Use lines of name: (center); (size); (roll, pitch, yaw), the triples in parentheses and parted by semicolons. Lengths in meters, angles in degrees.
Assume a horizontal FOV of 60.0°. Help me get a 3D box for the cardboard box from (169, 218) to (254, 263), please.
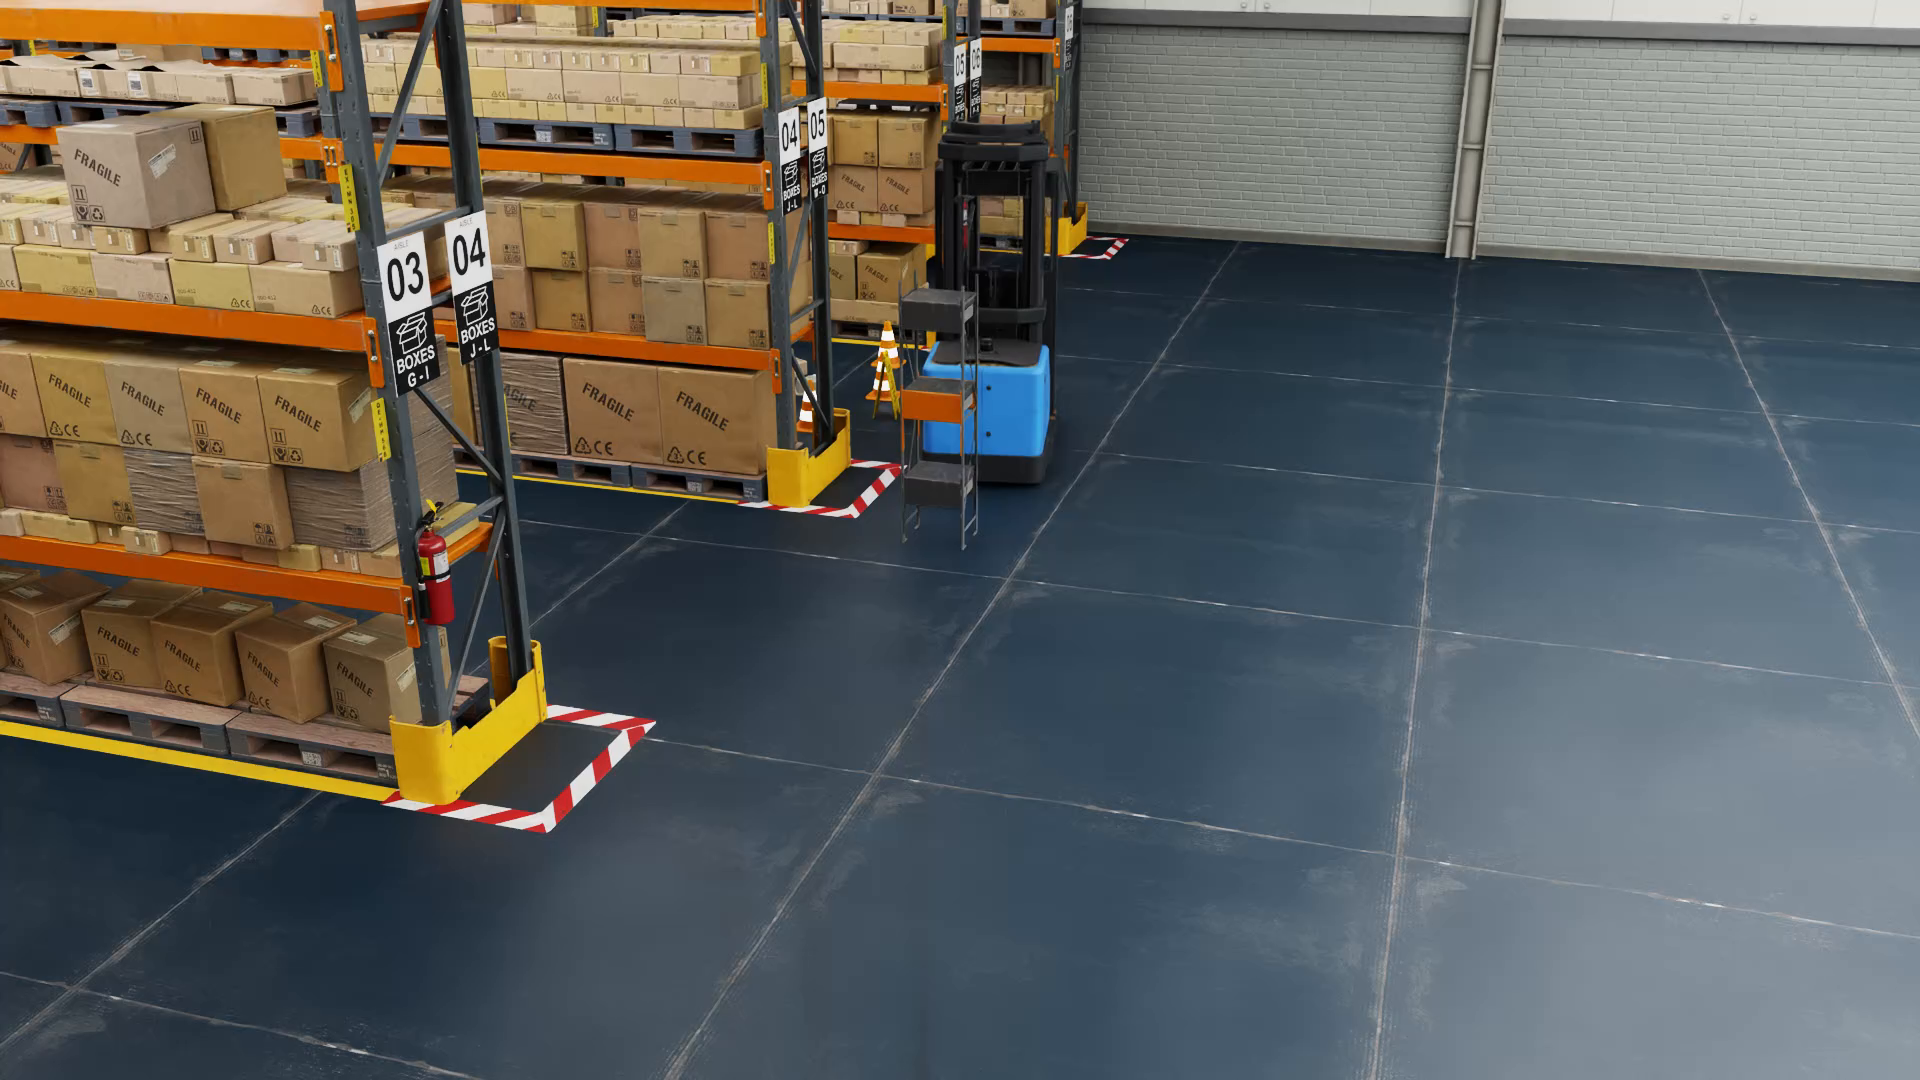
cardboard box: (-3.952, -1.591, 8.820); (0.250, 0.149, 0.380); (7, 23, 16)

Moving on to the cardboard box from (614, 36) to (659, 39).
cardboard box: (-3.465, -5.438, 18.333); (0.500, 0.250, 0.500); (6, 23, 14)

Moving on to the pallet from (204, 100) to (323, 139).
pallet: (-6.032, -3.702, 14.547); (1.217, 0.209, 0.805); (6, 23, 13)

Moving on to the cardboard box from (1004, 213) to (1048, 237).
cardboard box: (0.912, -4.354, 22.907); (0.500, 0.250, 0.500); (7, 23, 16)

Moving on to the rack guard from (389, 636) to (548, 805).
rack guard: (-2.913, 1.058, 9.938); (0.348, 0.500, 1.175); (7, 23, 16)

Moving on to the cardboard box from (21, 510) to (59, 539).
cardboard box: (-5.347, -0.152, 9.924); (0.250, 0.149, 0.380); (7, 23, 16)

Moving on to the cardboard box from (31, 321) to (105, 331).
cardboard box: (-5.202, -1.117, 10.104); (0.500, 0.500, 0.500); (7, 23, 16)

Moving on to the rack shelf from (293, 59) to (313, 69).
rack shelf: (-5.722, -5.404, 19.392); (4.000, 0.370, 1.077); (7, 23, 16)

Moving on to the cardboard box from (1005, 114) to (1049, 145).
cardboard box: (0.906, -5.500, 22.499); (0.500, 0.500, 0.500); (6, 23, 14)

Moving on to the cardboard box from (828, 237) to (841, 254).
cardboard box: (-1.430, -3.298, 18.490); (0.250, 0.149, 0.380); (7, 23, 16)

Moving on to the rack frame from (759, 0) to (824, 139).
rack frame: (-1.311, -4.657, 12.671); (0.127, 3.000, 1.000); (7, 23, 16)

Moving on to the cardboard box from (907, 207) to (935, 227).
cardboard box: (-0.397, -3.538, 18.179); (0.250, 0.149, 0.380); (7, 23, 17)

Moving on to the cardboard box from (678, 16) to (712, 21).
cardboard box: (-2.946, -5.753, 18.576); (0.250, 0.149, 0.380); (7, 23, 17)

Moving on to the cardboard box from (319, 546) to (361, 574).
cardboard box: (-3.412, 0.042, 9.452); (0.250, 0.149, 0.380); (7, 23, 16)

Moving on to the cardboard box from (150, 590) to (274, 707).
cardboard box: (-4.609, 0.668, 10.333); (0.500, 0.500, 0.500); (9, 24, 20)

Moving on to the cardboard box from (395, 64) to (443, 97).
cardboard box: (-4.269, -3.807, 13.671); (0.500, 0.250, 0.500); (6, 23, 15)

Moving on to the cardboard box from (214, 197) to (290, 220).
cardboard box: (-4.006, -1.838, 9.423); (0.250, 0.149, 0.380); (6, 23, 15)

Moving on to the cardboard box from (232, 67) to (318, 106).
cardboard box: (-5.863, -3.898, 14.286); (0.500, 0.250, 0.500); (7, 23, 16)

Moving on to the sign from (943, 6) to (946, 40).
sign: (-0.157, -5.289, 16.998); (0.005, 0.325, 0.100); (7, 23, 16)

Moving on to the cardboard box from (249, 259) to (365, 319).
cardboard box: (-3.375, -1.370, 8.806); (0.500, 0.250, 0.500); (7, 23, 17)

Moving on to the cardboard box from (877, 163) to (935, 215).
cardboard box: (-0.577, -3.834, 18.047); (0.500, 0.500, 0.500); (6, 23, 15)

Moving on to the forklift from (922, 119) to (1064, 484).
forklift: (0.350, -2.358, 15.062); (1.130, 2.935, 3.031); (2, 22, 6)

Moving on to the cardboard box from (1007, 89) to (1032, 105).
cardboard box: (0.804, -5.957, 22.368); (0.250, 0.149, 0.380); (7, 23, 16)

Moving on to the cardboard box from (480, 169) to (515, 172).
cardboard box: (-5.283, -4.588, 19.330); (0.500, 0.500, 0.500); (7, 23, 17)

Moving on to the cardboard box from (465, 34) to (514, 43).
cardboard box: (-3.977, -4.194, 14.089); (0.250, 0.149, 0.380); (7, 23, 16)

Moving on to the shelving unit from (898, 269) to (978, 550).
shelving unit: (-0.158, -0.990, 12.821); (0.503, 2.100, 0.431); (7, 23, 16)

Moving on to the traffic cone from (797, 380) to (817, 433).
traffic cone: (-1.409, -1.282, 15.691); (0.334, 0.463, 0.336); (7, 23, 16)

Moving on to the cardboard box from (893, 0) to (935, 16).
cardboard box: (-0.542, -7.358, 22.386); (0.637, 0.503, 0.797); (7, 23, 17)

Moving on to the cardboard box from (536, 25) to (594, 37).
cardboard box: (-4.408, -5.654, 18.697); (0.500, 0.250, 0.500); (6, 23, 14)

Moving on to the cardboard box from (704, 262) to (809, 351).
cardboard box: (-1.679, -1.975, 13.840); (0.550, 0.550, 0.875); (7, 23, 16)

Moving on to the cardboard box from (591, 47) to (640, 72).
cardboard box: (-2.702, -3.788, 13.100); (0.250, 0.149, 0.380); (7, 23, 16)

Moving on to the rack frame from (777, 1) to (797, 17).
rack frame: (-2.377, -8.709, 22.549); (0.127, 3.000, 1.000); (7, 23, 16)

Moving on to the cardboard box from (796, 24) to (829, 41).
cardboard box: (-1.575, -5.439, 17.810); (0.250, 0.149, 0.380); (6, 23, 14)

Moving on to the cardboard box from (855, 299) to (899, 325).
cardboard box: (-0.852, -2.607, 18.647); (0.500, 0.250, 0.500); (6, 23, 15)

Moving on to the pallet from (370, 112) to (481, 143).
pallet: (-4.360, -3.573, 14.098); (1.213, 0.211, 1.003); (7, 23, 16)

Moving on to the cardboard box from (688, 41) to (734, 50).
cardboard box: (-2.023, -3.971, 13.545); (0.250, 0.149, 0.380); (6, 23, 15)

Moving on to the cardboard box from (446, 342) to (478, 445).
cardboard box: (-4.558, -1.437, 14.972); (0.875, 0.875, 0.875); (7, 23, 16)

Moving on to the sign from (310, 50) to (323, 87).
sign: (-5.288, -3.894, 13.668); (0.005, 0.325, 0.100); (7, 23, 16)

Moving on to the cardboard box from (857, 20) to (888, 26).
cardboard box: (-0.945, -5.571, 18.132); (0.250, 0.149, 0.380); (6, 23, 15)

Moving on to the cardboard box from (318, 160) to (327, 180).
cardboard box: (-8.032, -4.644, 20.741); (0.500, 0.250, 0.500); (6, 23, 15)

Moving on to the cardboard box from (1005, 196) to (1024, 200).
cardboard box: (0.922, -4.817, 22.718); (0.500, 0.250, 0.500); (7, 23, 17)

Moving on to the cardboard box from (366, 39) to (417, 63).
cardboard box: (-4.645, -4.010, 13.641); (0.250, 0.149, 0.380); (6, 23, 15)

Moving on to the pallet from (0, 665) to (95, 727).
pallet: (-6.016, 0.822, 10.893); (1.213, 0.211, 1.003); (7, 23, 16)

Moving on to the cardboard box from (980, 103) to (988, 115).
cardboard box: (0.322, -5.877, 22.563); (0.250, 0.149, 0.380); (6, 23, 15)

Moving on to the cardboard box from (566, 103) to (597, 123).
cardboard box: (-2.943, -3.446, 13.318); (0.250, 0.149, 0.380); (7, 23, 16)

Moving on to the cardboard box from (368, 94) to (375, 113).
cardboard box: (-4.890, -3.669, 13.860); (0.250, 0.149, 0.380); (6, 23, 15)

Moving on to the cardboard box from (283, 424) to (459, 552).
cardboard box: (-3.359, -0.345, 9.539); (0.500, 0.500, 0.875); (7, 23, 16)

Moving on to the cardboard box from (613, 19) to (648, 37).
cardboard box: (-3.600, -5.617, 18.244); (0.250, 0.149, 0.380); (6, 23, 15)

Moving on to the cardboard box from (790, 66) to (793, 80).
cardboard box: (-1.883, -5.052, 17.918); (0.250, 0.149, 0.380); (6, 23, 15)

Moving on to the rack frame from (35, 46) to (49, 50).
rack frame: (-11.466, -5.007, 21.428); (0.127, 3.000, 1.000); (7, 23, 16)

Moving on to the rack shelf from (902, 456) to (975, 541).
rack shelf: (-0.158, -0.329, 13.092); (0.480, 0.518, 0.431); (7, 23, 16)

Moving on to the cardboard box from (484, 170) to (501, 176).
cardboard box: (-5.352, -4.281, 19.437); (0.250, 0.149, 0.380); (7, 23, 15)
